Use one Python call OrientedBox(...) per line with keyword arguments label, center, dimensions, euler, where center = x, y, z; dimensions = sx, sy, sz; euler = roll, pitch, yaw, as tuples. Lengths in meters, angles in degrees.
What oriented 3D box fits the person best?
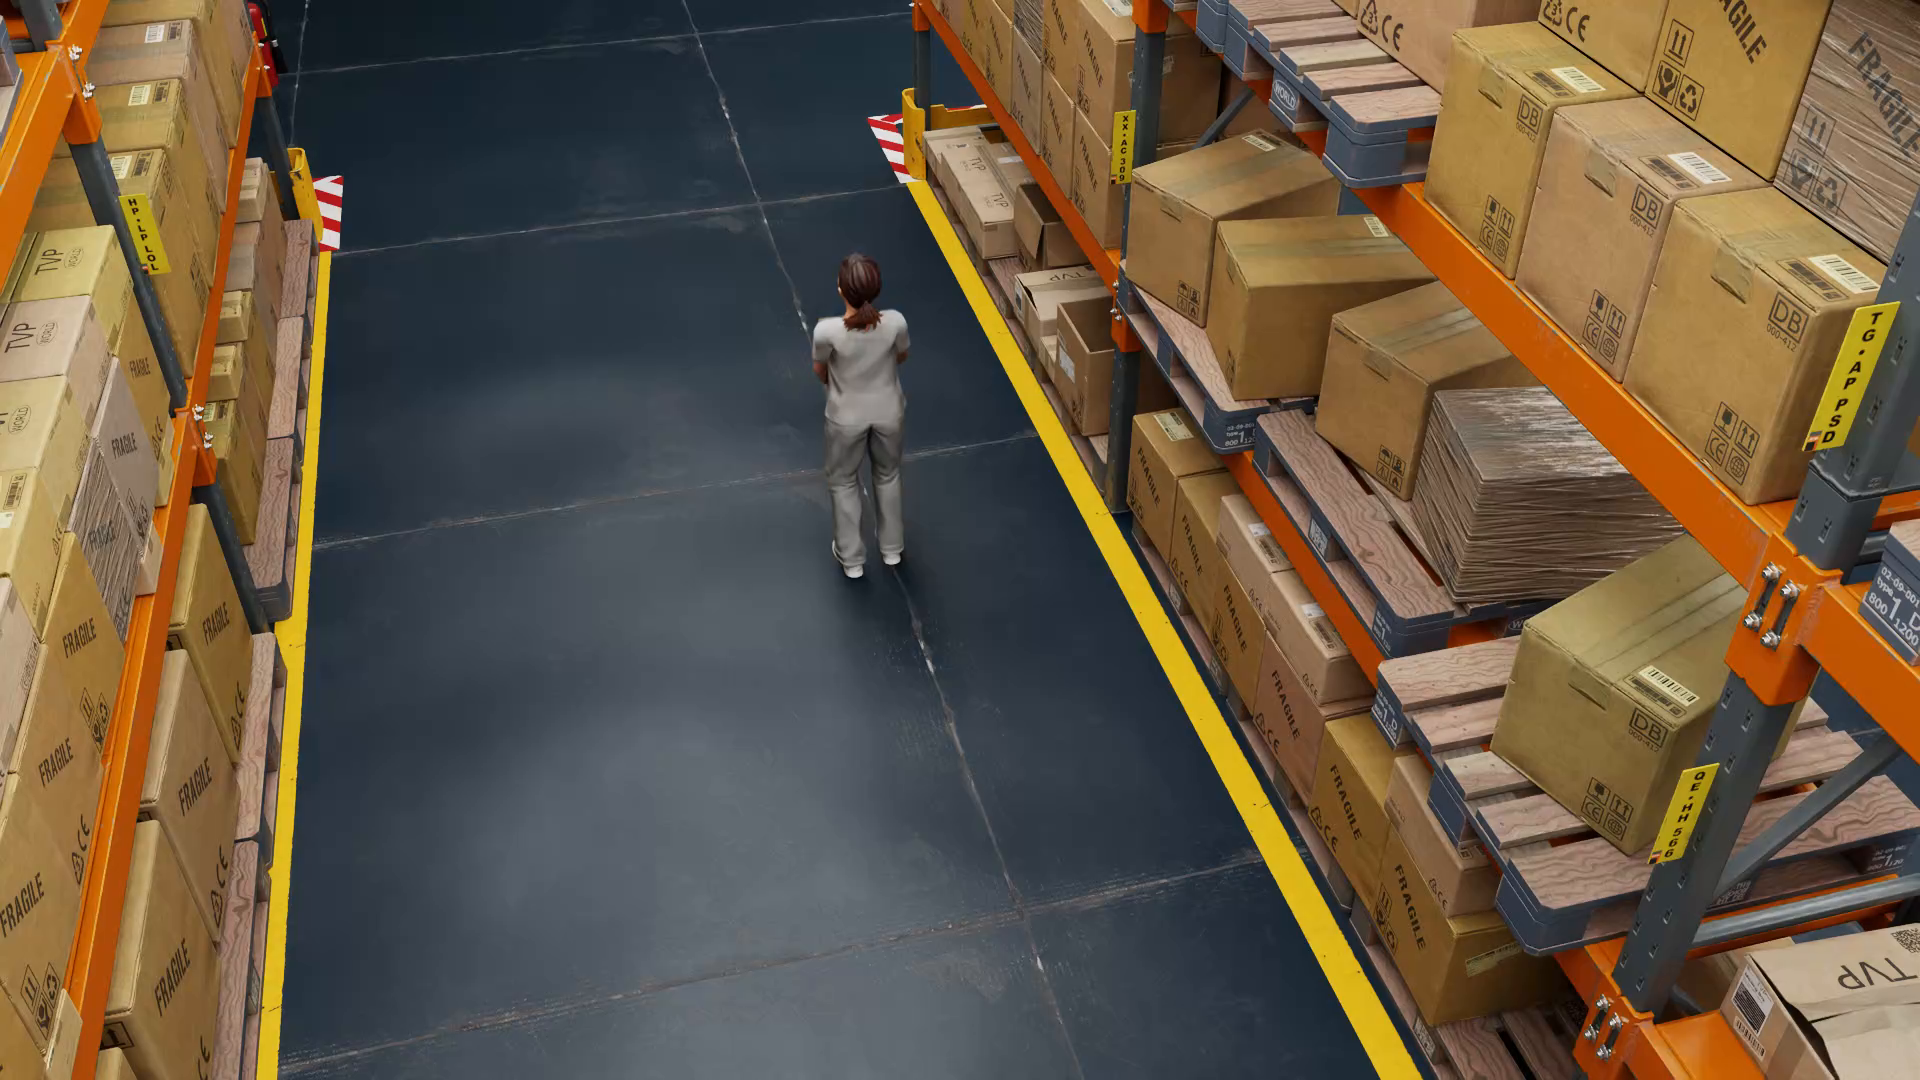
OrientedBox(label="person", center=(-0.440, -0.588, 7.469), dimensions=(0.437, 1.665, 0.549), euler=(-9, 39, -11))
